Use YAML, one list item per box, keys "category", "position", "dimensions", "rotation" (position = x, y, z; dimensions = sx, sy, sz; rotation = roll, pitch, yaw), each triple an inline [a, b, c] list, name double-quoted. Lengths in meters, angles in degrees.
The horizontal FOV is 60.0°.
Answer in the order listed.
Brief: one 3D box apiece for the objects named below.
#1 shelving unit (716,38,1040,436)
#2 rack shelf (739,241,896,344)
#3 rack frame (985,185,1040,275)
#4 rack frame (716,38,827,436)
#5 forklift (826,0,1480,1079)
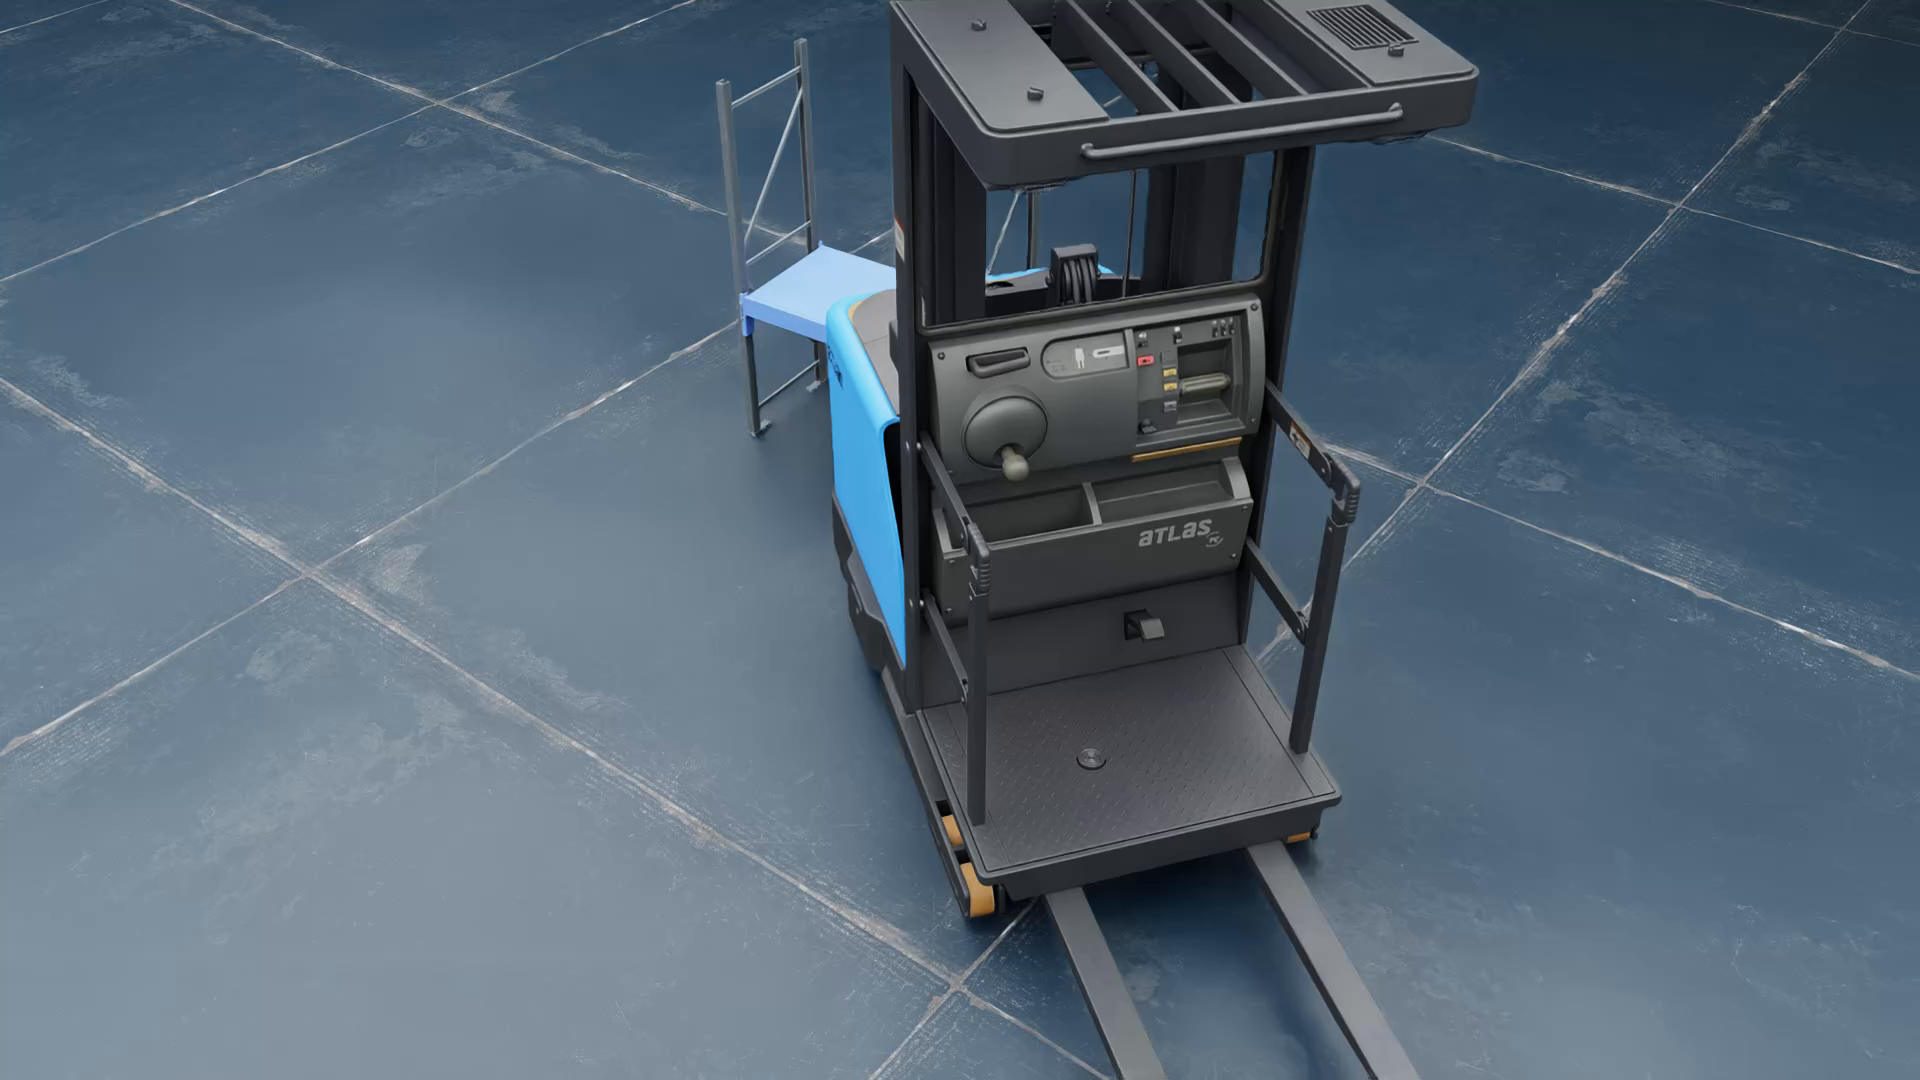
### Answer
- category: "shelving unit"
  position: [-0.289, -0.981, 6.286]
  dimensions: [1.048, 1.500, 0.538]
  rotation: [22, 43, 25]
- category: "rack shelf"
  position: [-0.289, -0.839, 6.397]
  dimensions: [1.000, 0.185, 0.538]
  rotation: [22, 43, 25]
- category: "rack frame"
  position: [0.139, -0.812, 6.070]
  dimensions: [0.032, 1.500, 0.500]
  rotation: [22, 43, 25]
- category: "rack frame"
  position: [-0.717, -1.150, 6.502]
  dimensions: [0.032, 1.500, 0.500]
  rotation: [22, 43, 25]
- category: "forklift"
  position: [0.443, -0.332, 4.296]
  dimensions: [1.130, 2.935, 3.031]
  rotation: [-10, 39, -13]
